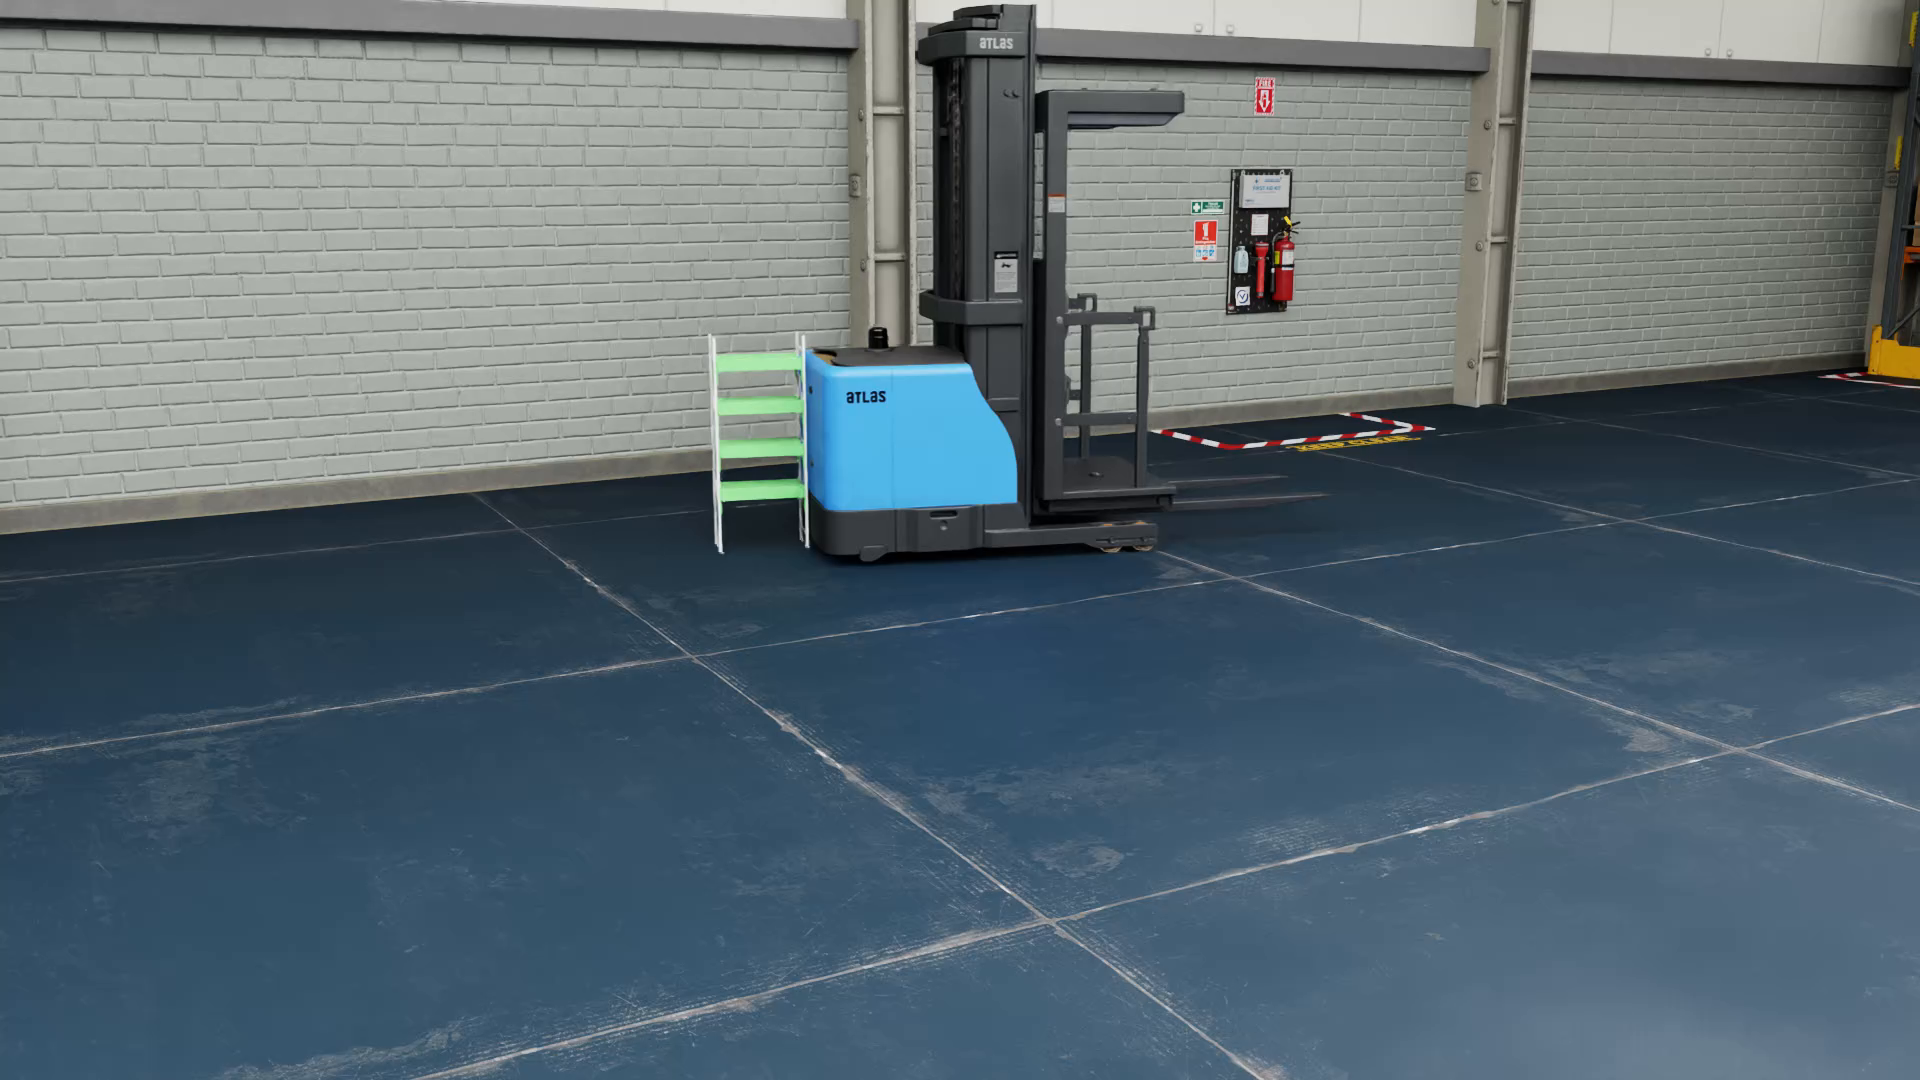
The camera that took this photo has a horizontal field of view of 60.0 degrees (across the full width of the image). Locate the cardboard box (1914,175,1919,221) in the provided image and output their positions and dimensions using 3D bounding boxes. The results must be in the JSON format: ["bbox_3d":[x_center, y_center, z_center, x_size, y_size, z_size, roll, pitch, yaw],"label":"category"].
[{"bbox_3d":[10.092,-3.487,16.859,0.500,0.500,0.500,-7,14,-28],"label":"cardboard box"}]

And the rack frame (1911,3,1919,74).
[{"bbox_3d":[9.780,-6.021,15.866,0.127,3.000,1.000,-7,14,-28],"label":"rack frame"}]

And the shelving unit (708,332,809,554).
[{"bbox_3d":[-1.126,-0.549,9.314,0.503,1.200,0.258,-3,13,-14],"label":"shelving unit"}]

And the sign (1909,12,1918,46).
[{"bbox_3d":[9.532,-5.098,16.583,0.005,0.325,0.100,-7,14,-28],"label":"sign"}]

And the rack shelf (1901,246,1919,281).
[{"bbox_3d":[11.536,-2.953,17.538,4.000,0.370,1.077,-7,14,-28],"label":"rack shelf"}]

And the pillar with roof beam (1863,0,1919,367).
[{"bbox_3d":[12.043,-5.431,13.247,0.400,9.000,9.100,-7,14,-28],"label":"pillar with roof beam"}]

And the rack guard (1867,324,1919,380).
[{"bbox_3d":[9.847,-1.882,16.835,0.348,0.500,1.175,-7,14,-28],"label":"rack guard"}]

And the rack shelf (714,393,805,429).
[{"bbox_3d":[-1.126,-0.720,9.276,0.480,0.148,0.258,-3,13,-14],"label":"rack shelf"}]

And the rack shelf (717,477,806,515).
[{"bbox_3d":[-1.126,-0.252,9.381,0.480,0.148,0.258,-3,13,-14],"label":"rack shelf"}]

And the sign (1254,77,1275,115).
[{"bbox_3d":[2.472,-3.600,13.492,0.199,0.298,0.001,-7,14,-28],"label":"sign"}]

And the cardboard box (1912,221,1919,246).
[{"bbox_3d":[10.098,-3.117,16.923,0.500,0.250,0.500,-7,14,-27],"label":"cardboard box"}]

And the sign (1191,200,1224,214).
[{"bbox_3d":[2.000,-2.687,13.428,0.331,0.109,0.001,-7,14,-28],"label":"sign"}]

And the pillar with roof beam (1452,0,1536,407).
[{"bbox_3d":[6.777,-4.800,10.443,0.400,9.000,9.100,-7,14,-28],"label":"pillar with roof beam"}]

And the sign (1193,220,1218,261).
[{"bbox_3d":[1.992,-2.429,13.491,0.234,0.329,0.001,-7,14,-28],"label":"sign"}]

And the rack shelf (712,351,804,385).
[{"bbox_3d":[-1.126,-0.955,9.223,0.480,0.148,0.258,-3,13,-14],"label":"rack shelf"}]

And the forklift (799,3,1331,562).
[{"bbox_3d":[0.628,-1.464,9.441,3.031,2.935,1.130,-3,13,-14],"label":"forklift"}]

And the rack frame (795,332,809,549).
[{"bbox_3d":[-0.889,-0.562,9.372,0.015,1.200,0.240,-3,13,-14],"label":"rack frame"}]

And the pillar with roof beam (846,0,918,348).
[{"bbox_3d":[1.510,-4.169,7.638,0.400,9.000,9.100,-7,14,-28],"label":"pillar with roof beam"}]

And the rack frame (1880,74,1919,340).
[{"bbox_3d":[9.780,-3.094,16.525,0.127,3.000,1.000,-7,14,-28],"label":"rack frame"}]

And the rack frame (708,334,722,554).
[{"bbox_3d":[-1.363,-0.536,9.256,0.015,1.200,0.240,-3,13,-14],"label":"rack frame"}]

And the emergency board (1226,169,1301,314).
[{"bbox_3d":[2.527,-2.450,13.665,0.643,1.169,0.194,-7,14,-28],"label":"emergency board"}]

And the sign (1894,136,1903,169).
[{"bbox_3d":[9.532,-3.922,16.847,0.005,0.325,0.100,-7,14,-28],"label":"sign"}]

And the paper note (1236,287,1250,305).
[{"bbox_3d":[2.338,-2.015,13.738,0.142,0.148,0.016,-7,14,-28],"label":"paper note"}]

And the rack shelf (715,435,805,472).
[{"bbox_3d":[-1.126,-0.486,9.328,0.480,0.148,0.258,-3,13,-14],"label":"rack shelf"}]
